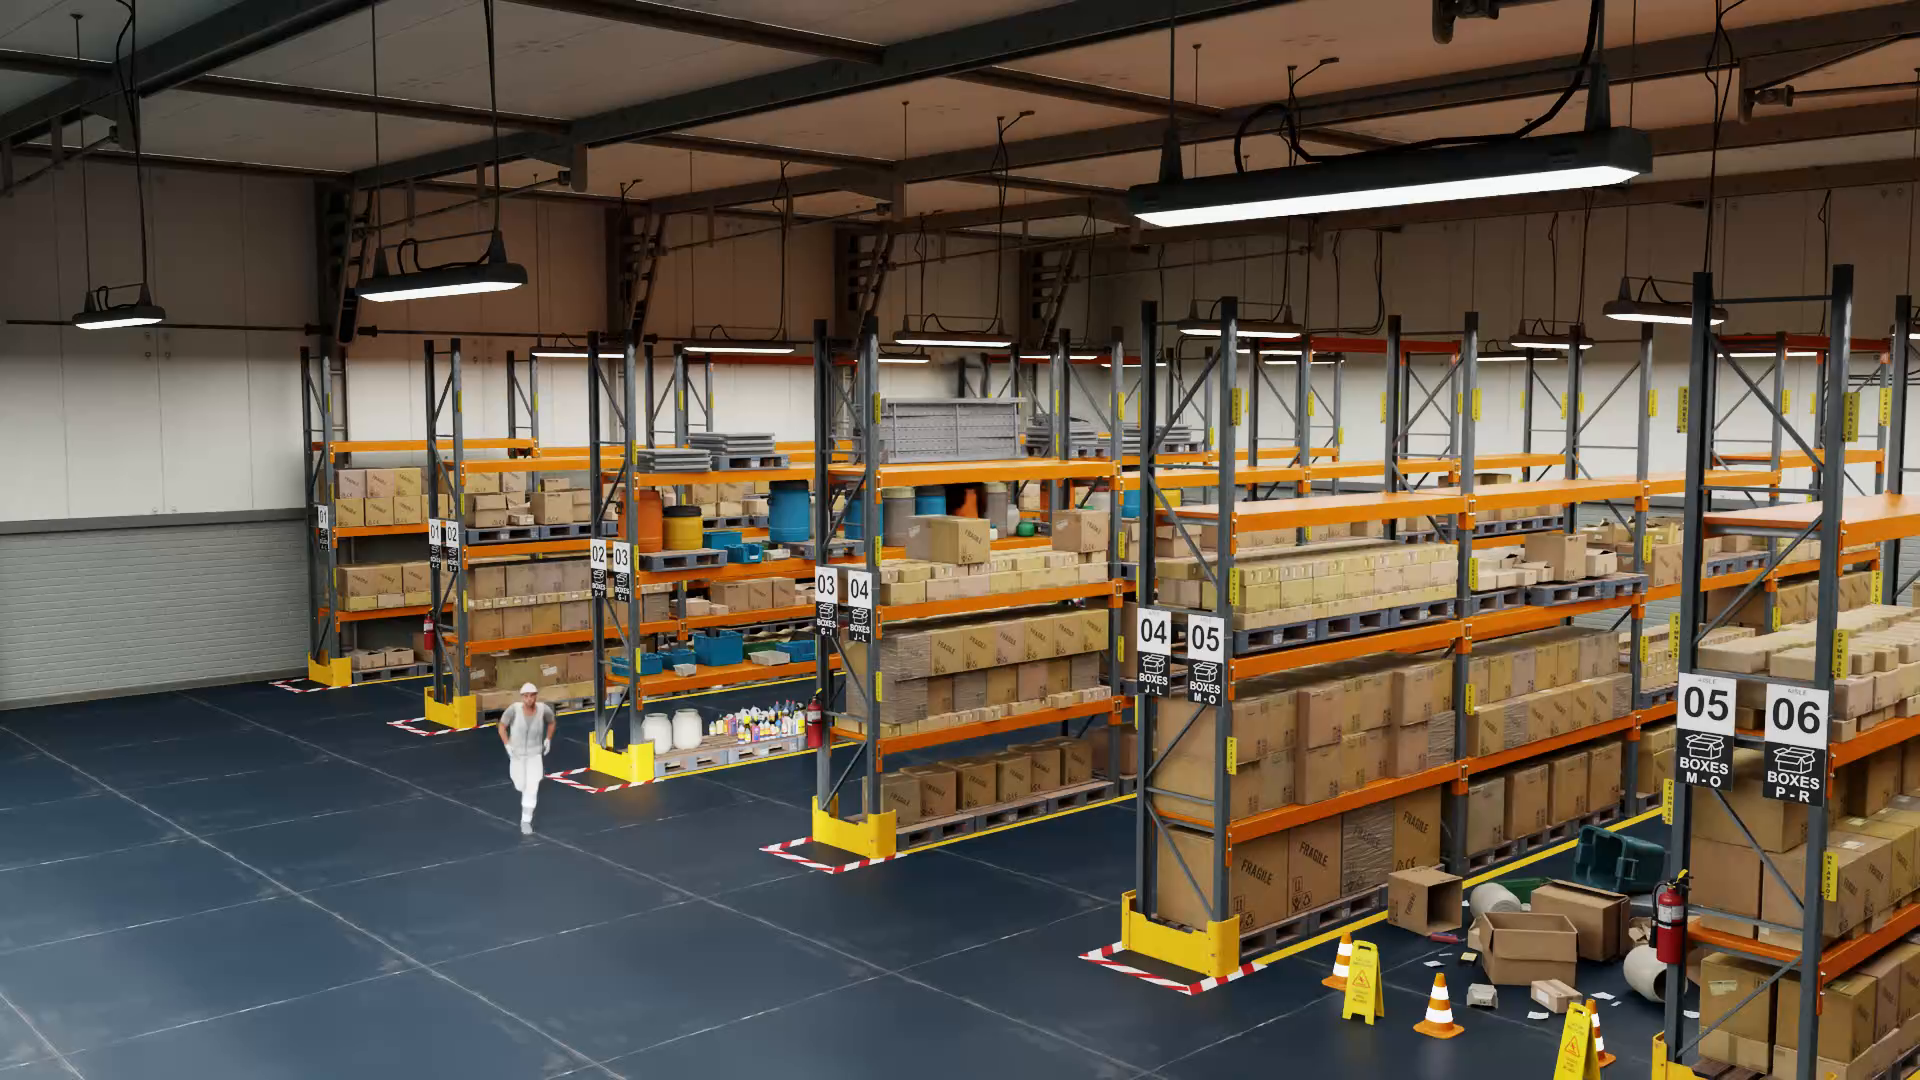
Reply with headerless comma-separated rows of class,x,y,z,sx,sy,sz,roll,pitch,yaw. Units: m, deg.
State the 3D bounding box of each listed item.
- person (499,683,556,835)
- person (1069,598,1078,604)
person,-5.176,2.557,19.925,0.660,1.771,1.022,-1,5,-14
person,1.958,1.570,30.951,0.674,1.740,0.782,5,7,43
